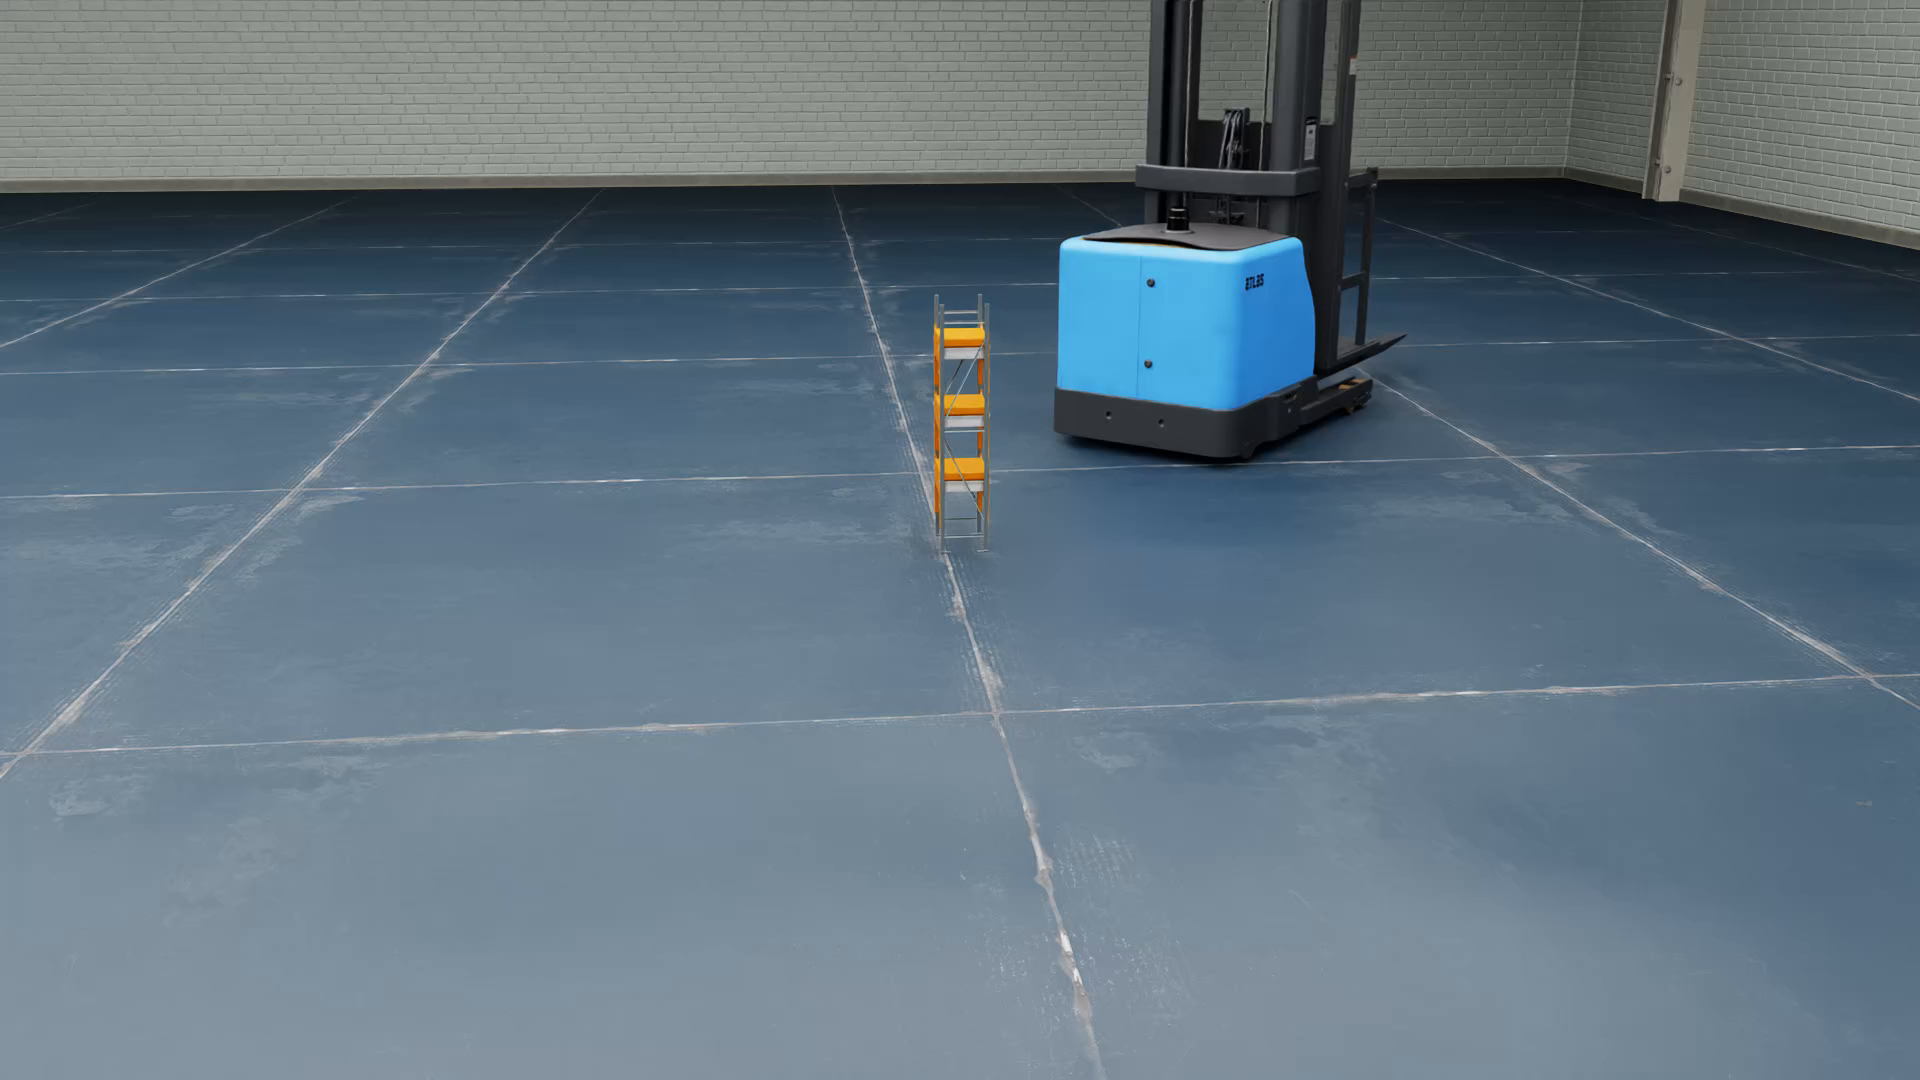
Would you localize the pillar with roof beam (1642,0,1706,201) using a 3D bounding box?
[{"bbox_3d":[4.415,-8.383,18.857,9.100,9.000,0.400,-2,18,-6],"label":"pillar with roof beam"}]

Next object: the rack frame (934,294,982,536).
[{"bbox_3d":[-0.007,-0.521,7.085,0.200,1.050,0.008,-2,18,-6],"label":"rack frame"}]

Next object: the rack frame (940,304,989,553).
[{"bbox_3d":[0.018,-0.449,6.853,0.200,1.050,0.008,-2,18,-6],"label":"rack frame"}]

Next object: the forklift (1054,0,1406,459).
[{"bbox_3d":[1.734,-2.188,9.253,1.130,2.935,3.031,11,21,32],"label":"forklift"}]

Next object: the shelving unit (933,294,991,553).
[{"bbox_3d":[0.006,-0.485,6.969,0.215,1.050,0.252,-2,18,-6],"label":"shelving unit"}]

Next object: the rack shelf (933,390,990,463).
[{"bbox_3d":[0.006,-0.475,6.972,0.215,0.259,0.240,-2,18,-6],"label":"rack shelf"}]

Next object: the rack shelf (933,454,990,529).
[{"bbox_3d":[0.006,-0.210,7.055,0.215,0.259,0.240,-2,18,-6],"label":"rack shelf"}]

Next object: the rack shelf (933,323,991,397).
[{"bbox_3d":[0.005,-0.746,6.887,0.215,0.259,0.240,-2,18,-6],"label":"rack shelf"}]
